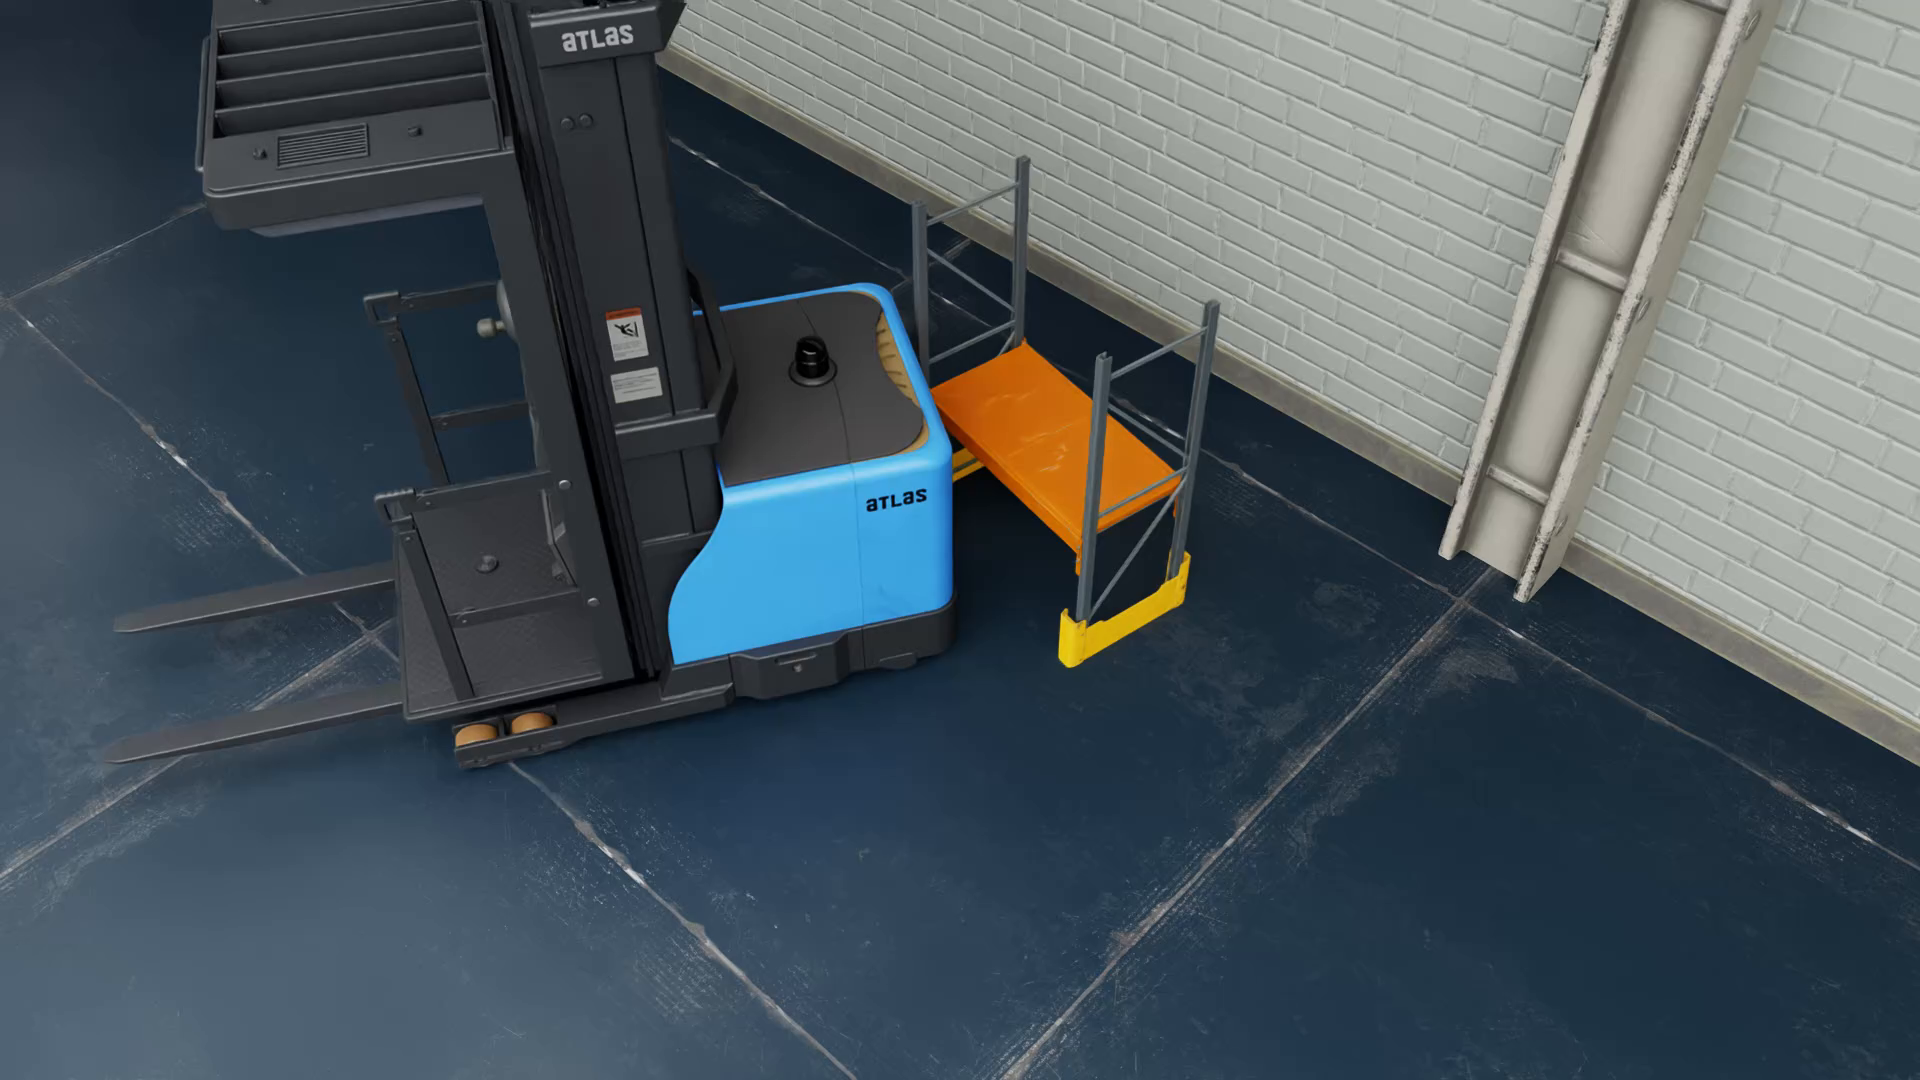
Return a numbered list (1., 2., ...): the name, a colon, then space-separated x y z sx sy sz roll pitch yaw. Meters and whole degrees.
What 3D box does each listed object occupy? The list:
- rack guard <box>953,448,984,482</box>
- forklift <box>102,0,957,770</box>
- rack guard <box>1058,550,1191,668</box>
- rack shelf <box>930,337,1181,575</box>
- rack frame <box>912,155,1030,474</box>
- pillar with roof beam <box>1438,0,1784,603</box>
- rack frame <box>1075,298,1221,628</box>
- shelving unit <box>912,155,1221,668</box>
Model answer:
1. rack guard: 0.042 -0.333 6.891 0.587 0.250 0.087 -28 53 -24
2. forklift: -1.587 -0.617 5.319 3.031 2.935 1.130 -11 48 -11
3. rack guard: 0.627 0.254 6.340 0.587 0.250 0.087 -28 53 -24
4. rack shelf: 0.340 -0.339 6.286 0.538 0.185 1.000 -28 53 -24
5. rack frame: 0.042 -0.762 6.437 0.500 1.500 0.032 -28 53 -24
6. pillar with roof beam: -0.747 -0.704 1.238 0.400 9.000 9.100 34 55 28
7. rack frame: 0.639 -0.162 5.873 0.500 1.500 0.032 -28 53 -24
8. shelving unit: 0.335 -0.467 6.160 0.587 1.500 1.083 -28 53 -24
